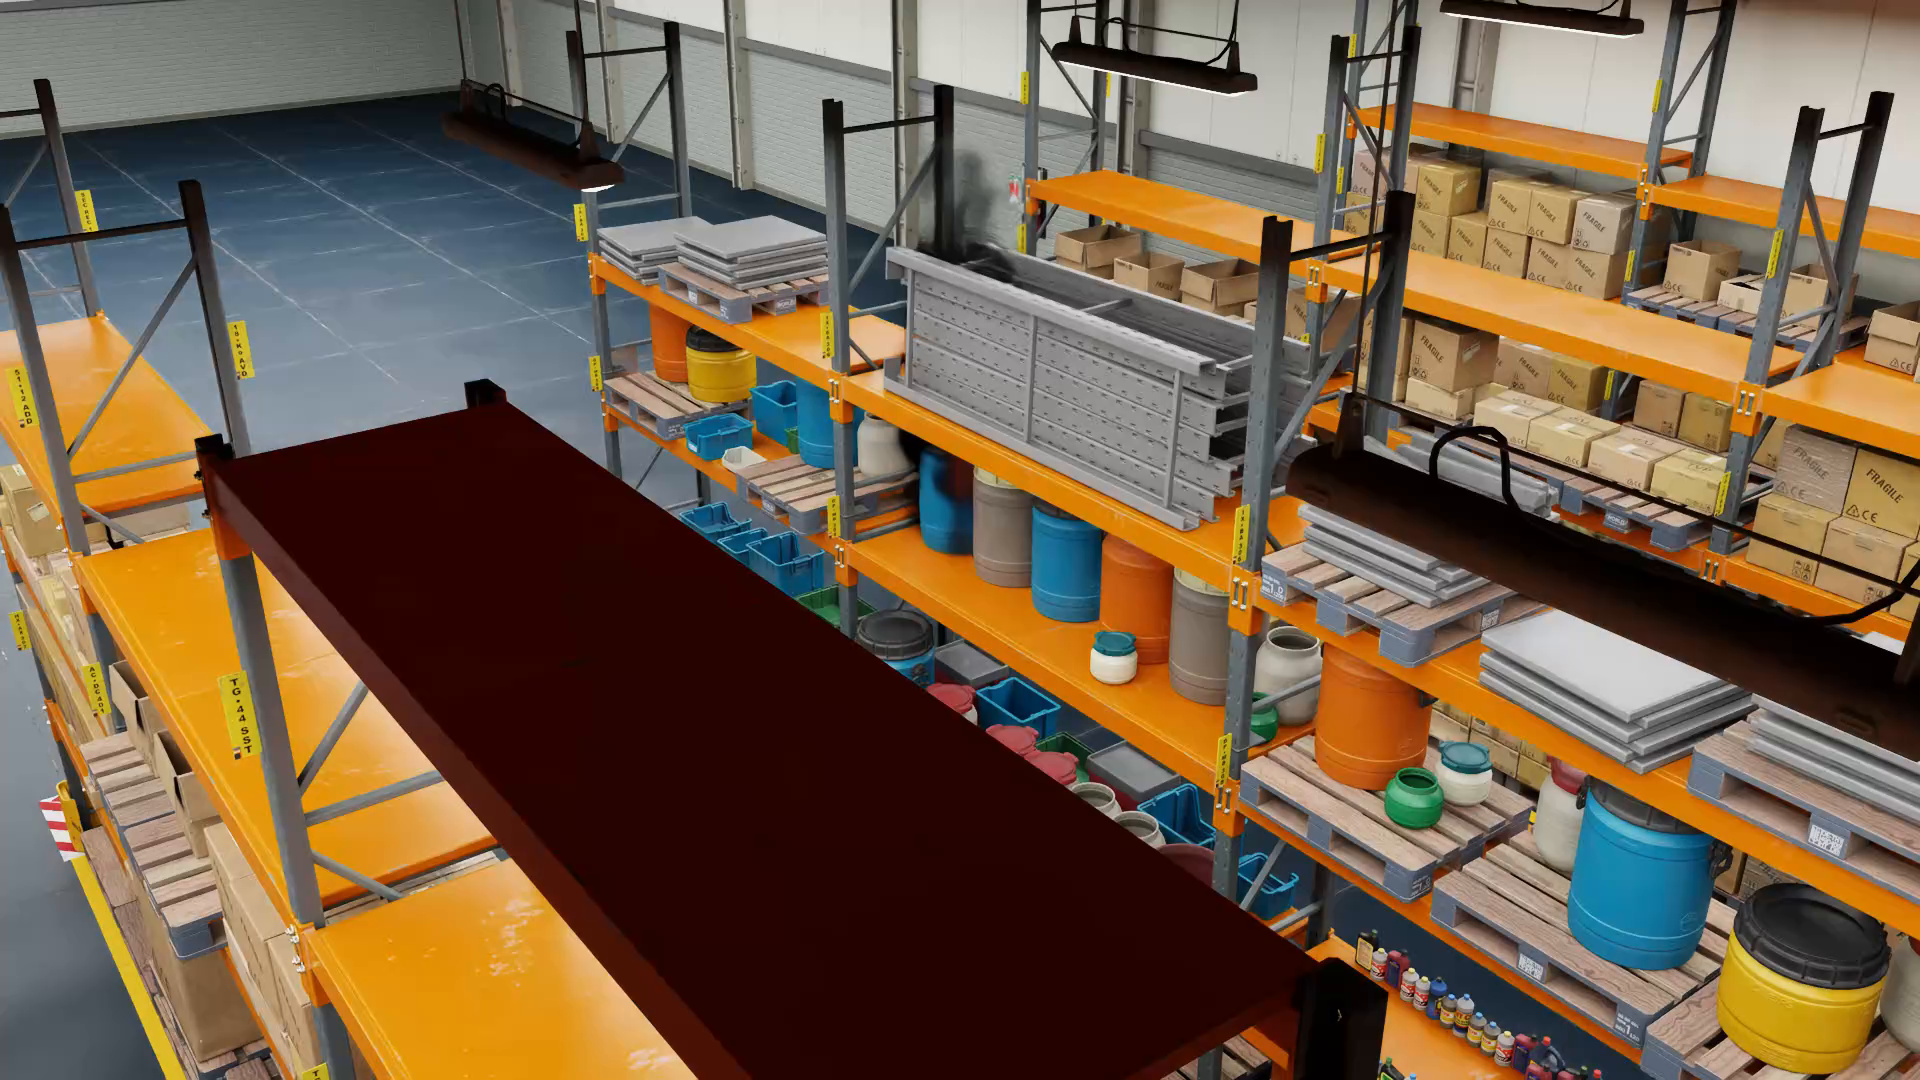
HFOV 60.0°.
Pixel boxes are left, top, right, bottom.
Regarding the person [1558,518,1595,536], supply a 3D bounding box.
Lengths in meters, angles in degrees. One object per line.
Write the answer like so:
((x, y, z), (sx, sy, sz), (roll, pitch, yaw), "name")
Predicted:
((6.156, 0.212, 16.555), (0.951, 1.672, 0.579), (19, 31, 36), "person")

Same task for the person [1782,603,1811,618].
((7.080, 1.195, 14.355), (0.665, 1.746, 0.578), (-14, 28, -28), "person")
